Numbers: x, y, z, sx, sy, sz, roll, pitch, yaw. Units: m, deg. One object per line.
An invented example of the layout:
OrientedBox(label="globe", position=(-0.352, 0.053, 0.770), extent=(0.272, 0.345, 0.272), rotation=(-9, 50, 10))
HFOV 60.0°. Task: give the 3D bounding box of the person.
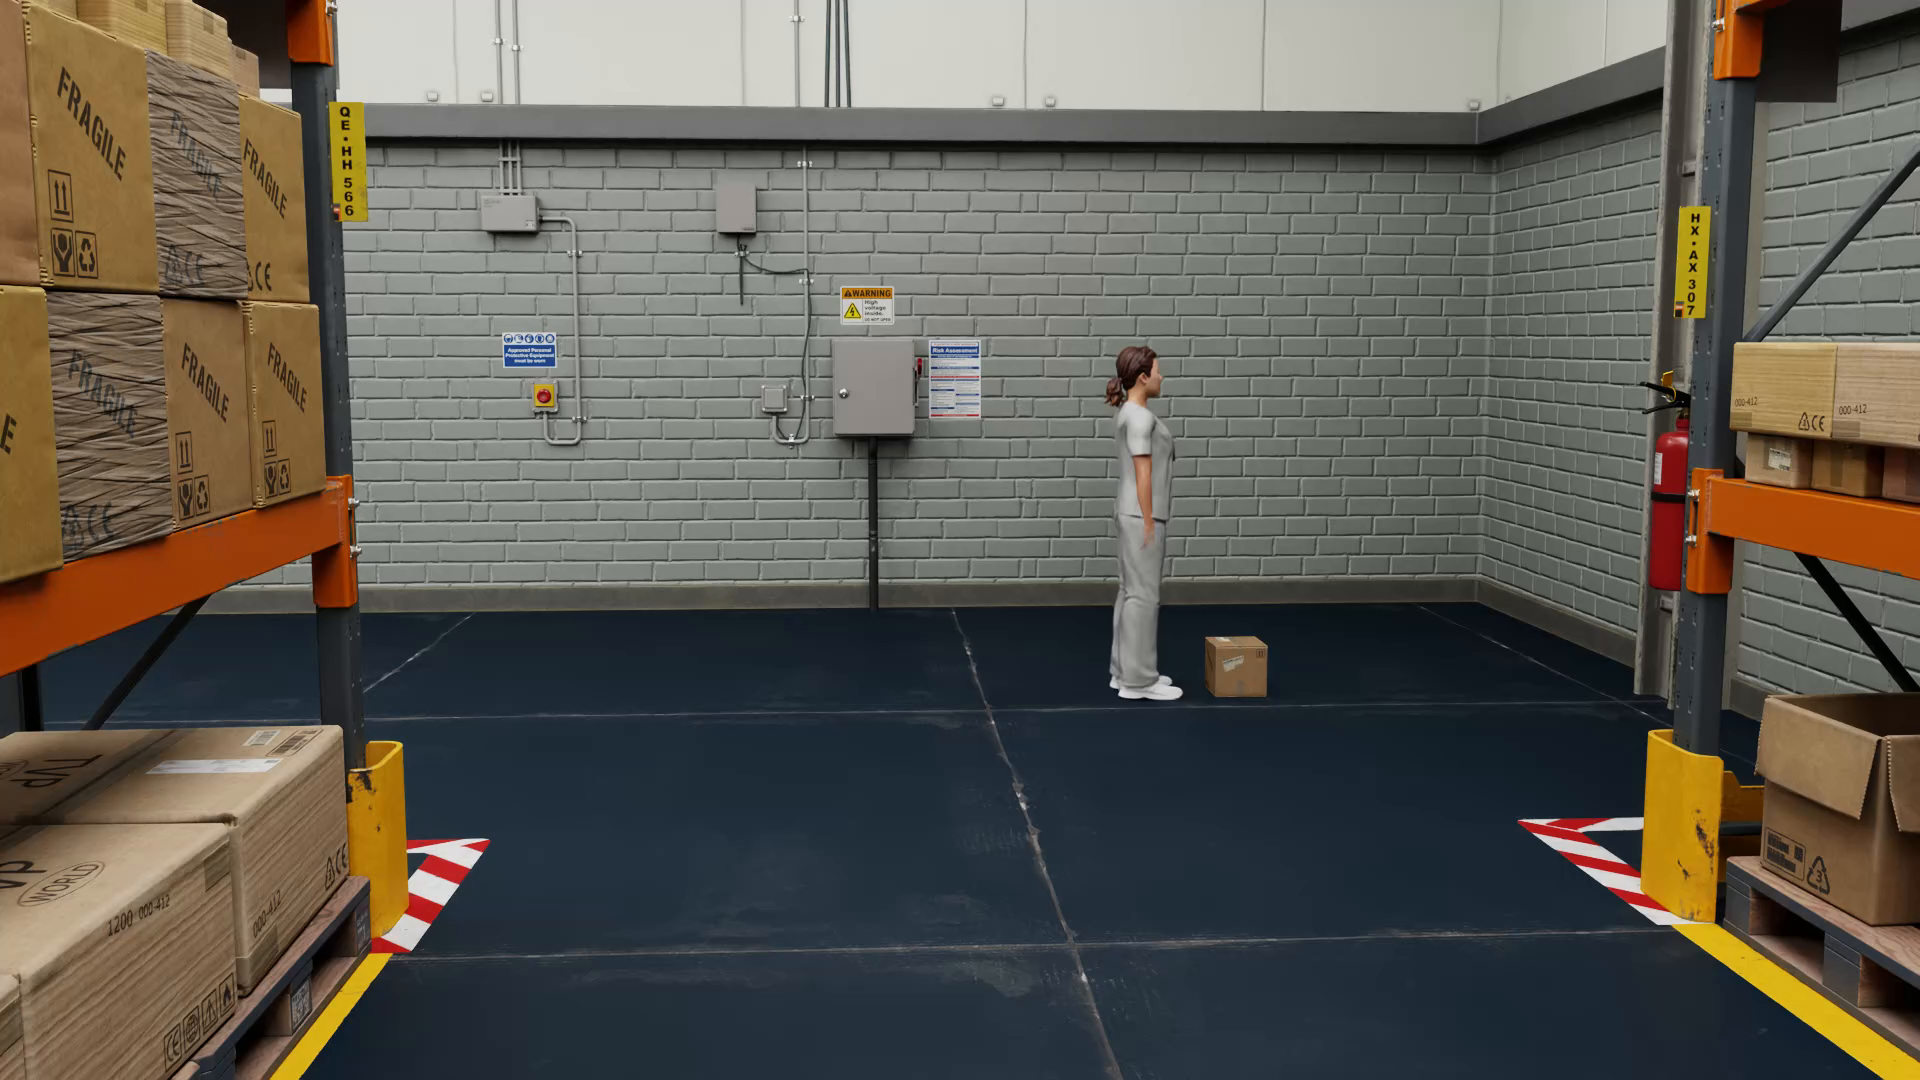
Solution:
OrientedBox(label="person", position=(0.869, -0.086, 7.980), extent=(0.381, 1.676, 0.440), rotation=(0, 7, -2))
